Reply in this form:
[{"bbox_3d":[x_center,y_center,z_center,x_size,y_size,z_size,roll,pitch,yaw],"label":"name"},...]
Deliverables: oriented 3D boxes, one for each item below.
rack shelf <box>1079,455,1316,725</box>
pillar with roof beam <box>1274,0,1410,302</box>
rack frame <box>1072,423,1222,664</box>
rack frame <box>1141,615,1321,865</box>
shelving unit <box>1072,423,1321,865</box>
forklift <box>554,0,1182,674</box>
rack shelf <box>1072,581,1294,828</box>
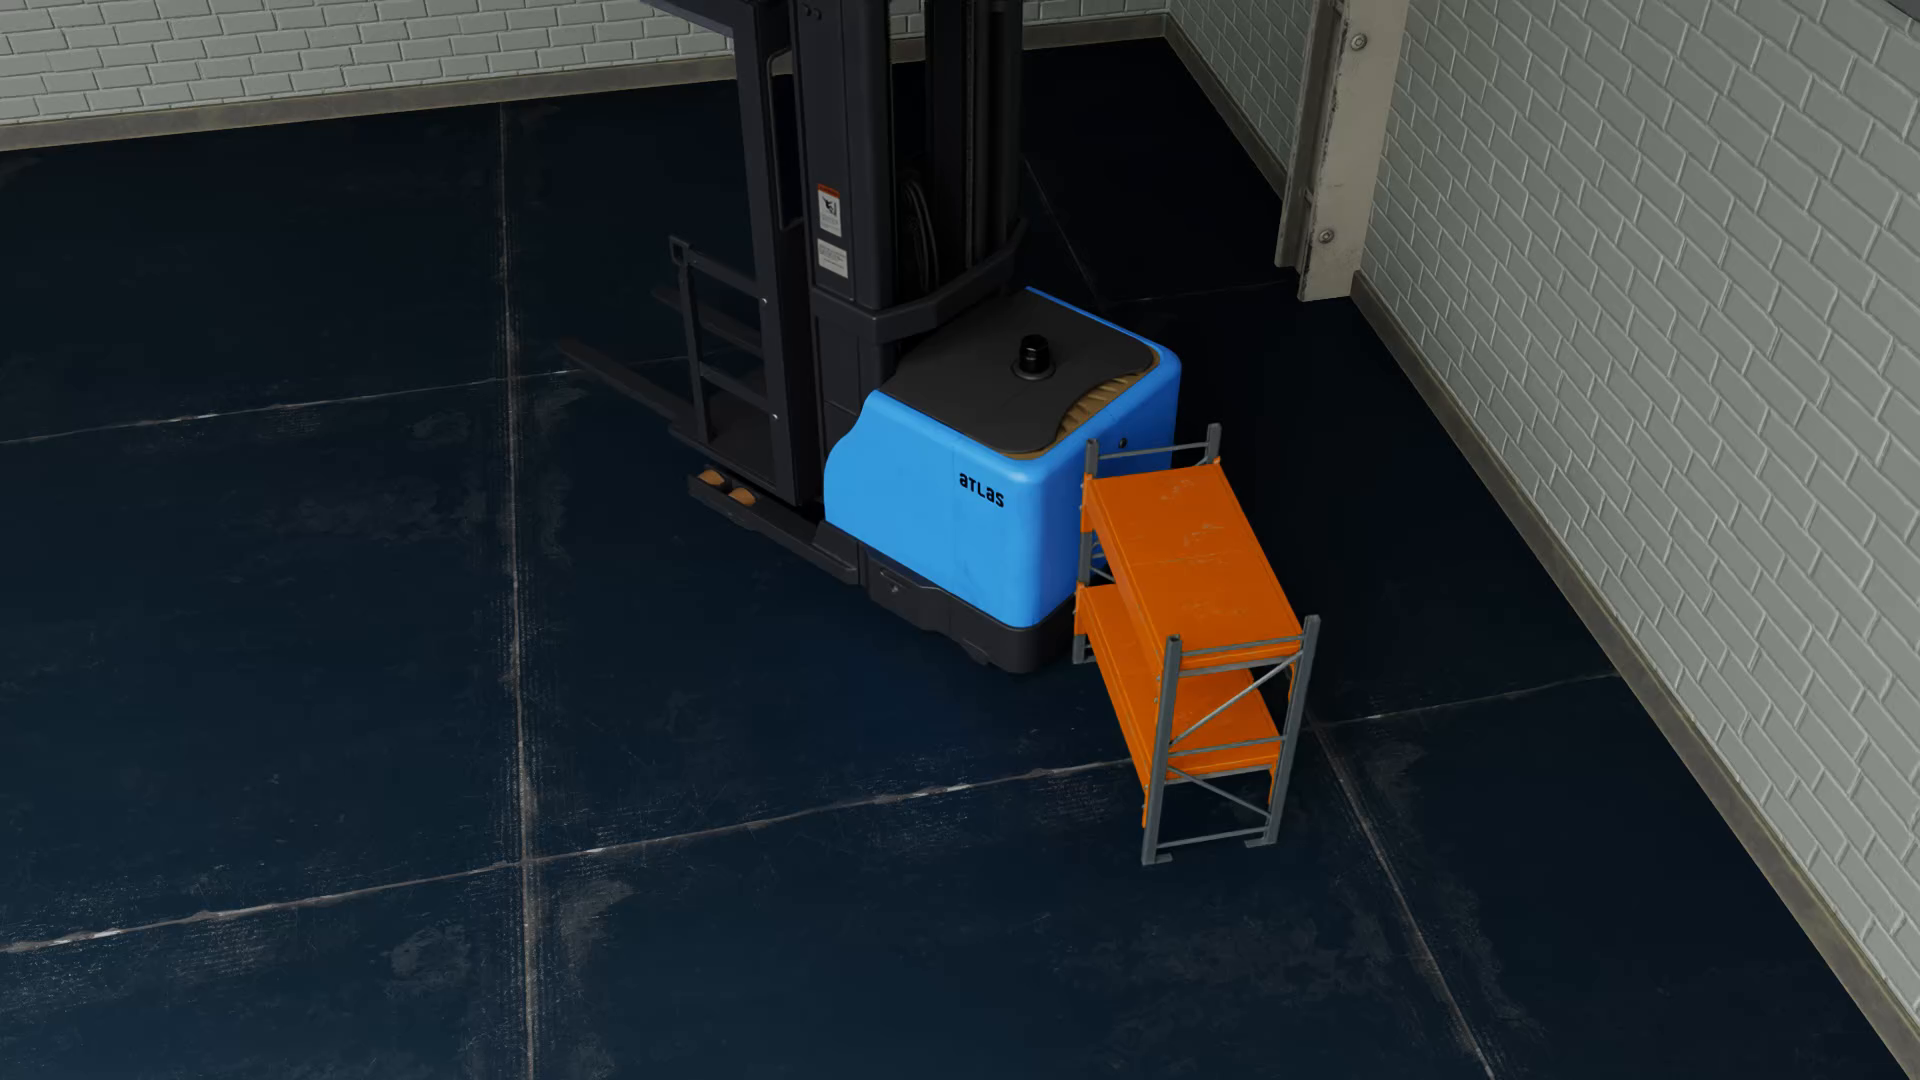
[{"bbox_3d":[0.798,0.149,5.793,0.538,0.278,1.000,-8,42,-8],"label":"rack shelf"},{"bbox_3d":[-2.325,-4.138,5.133,9.100,9.000,0.400,-8,42,-9],"label":"pillar with roof beam"},{"bbox_3d":[0.699,0.037,6.361,0.500,1.125,0.032,-8,42,-8],"label":"rack frame"},{"bbox_3d":[0.897,0.699,5.615,0.500,1.125,0.032,-8,42,-8],"label":"rack frame"},{"bbox_3d":[0.798,0.368,5.988,0.538,1.125,1.048,-8,42,-8],"label":"shelving unit"},{"bbox_3d":[-0.575,-1.399,6.618,3.031,2.935,1.130,29,49,29],"label":"forklift"},{"bbox_3d":[0.798,0.551,6.150,0.538,0.278,1.000,-8,42,-8],"label":"rack shelf"}]
